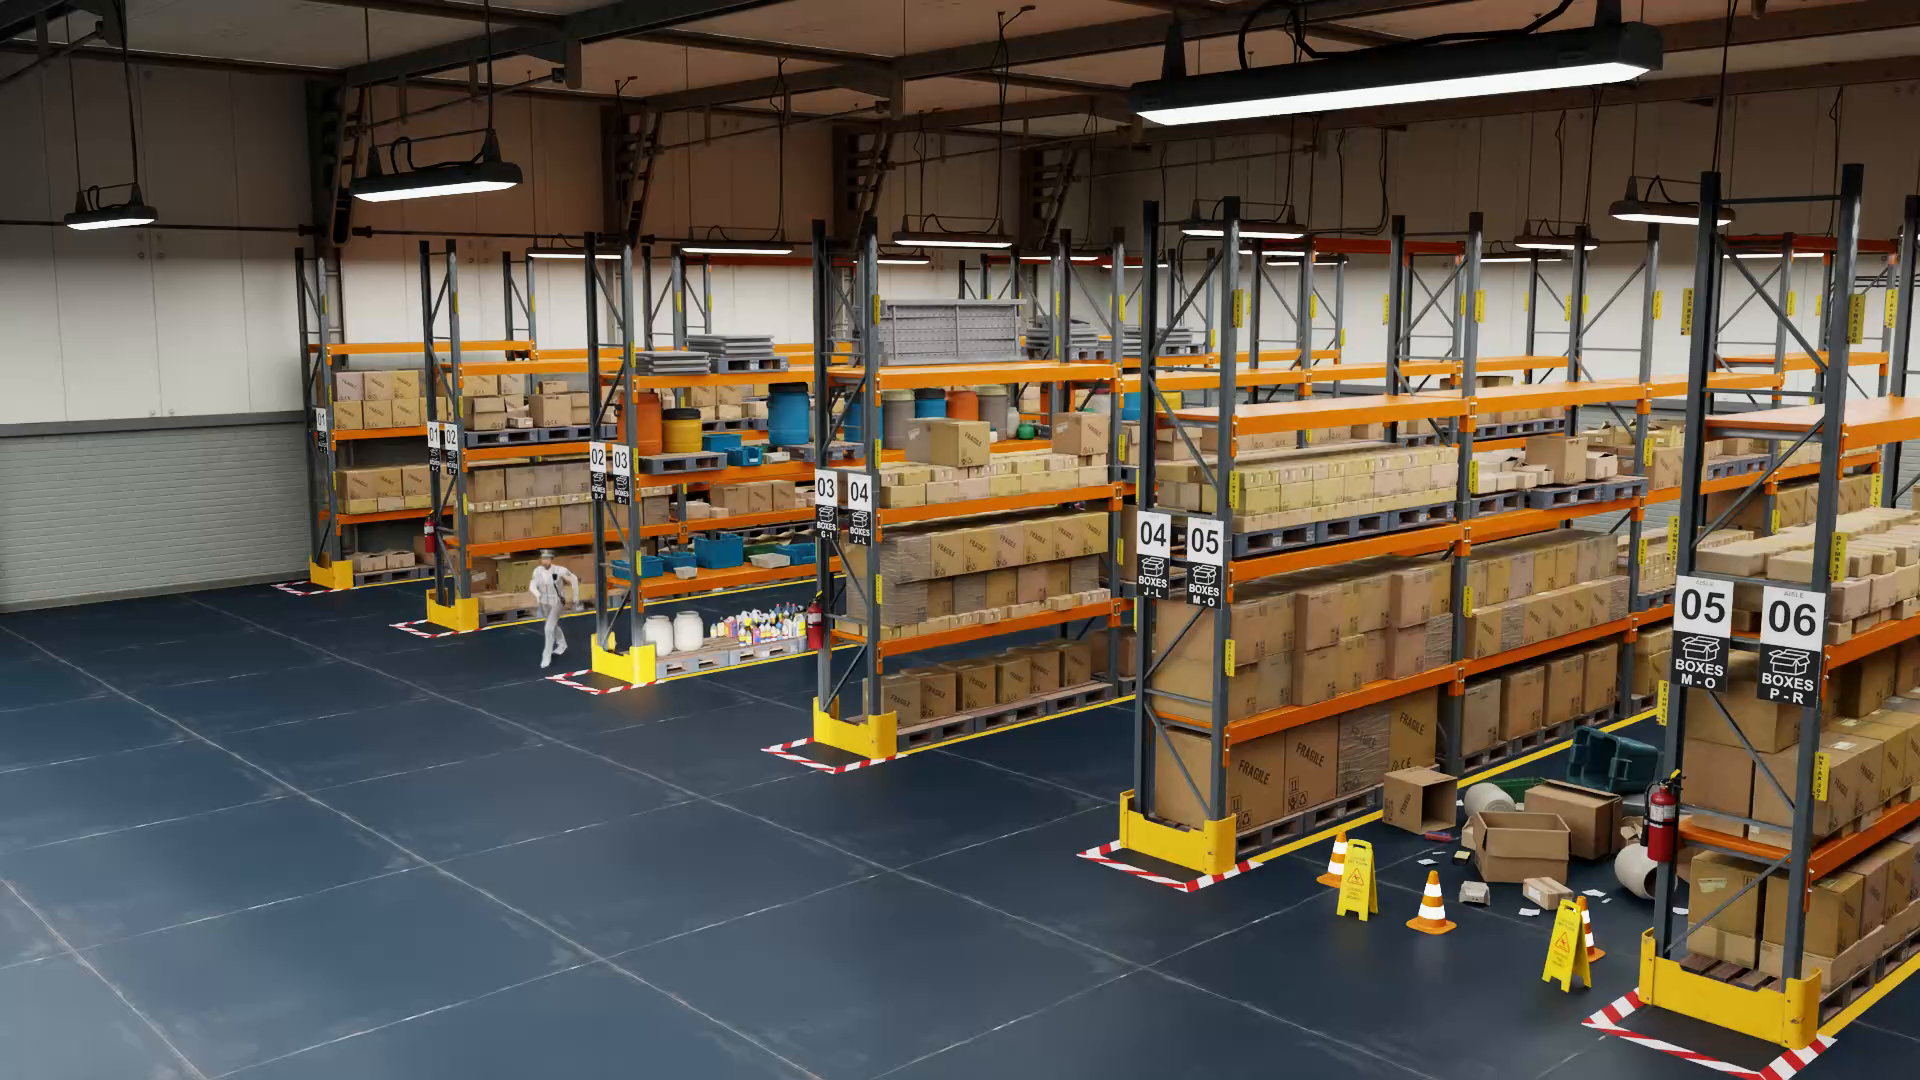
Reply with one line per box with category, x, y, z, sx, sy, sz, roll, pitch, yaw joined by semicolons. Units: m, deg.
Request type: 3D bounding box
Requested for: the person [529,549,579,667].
person;-5.728;0.924;23.553;0.593;1.691;0.846;3;9;17
